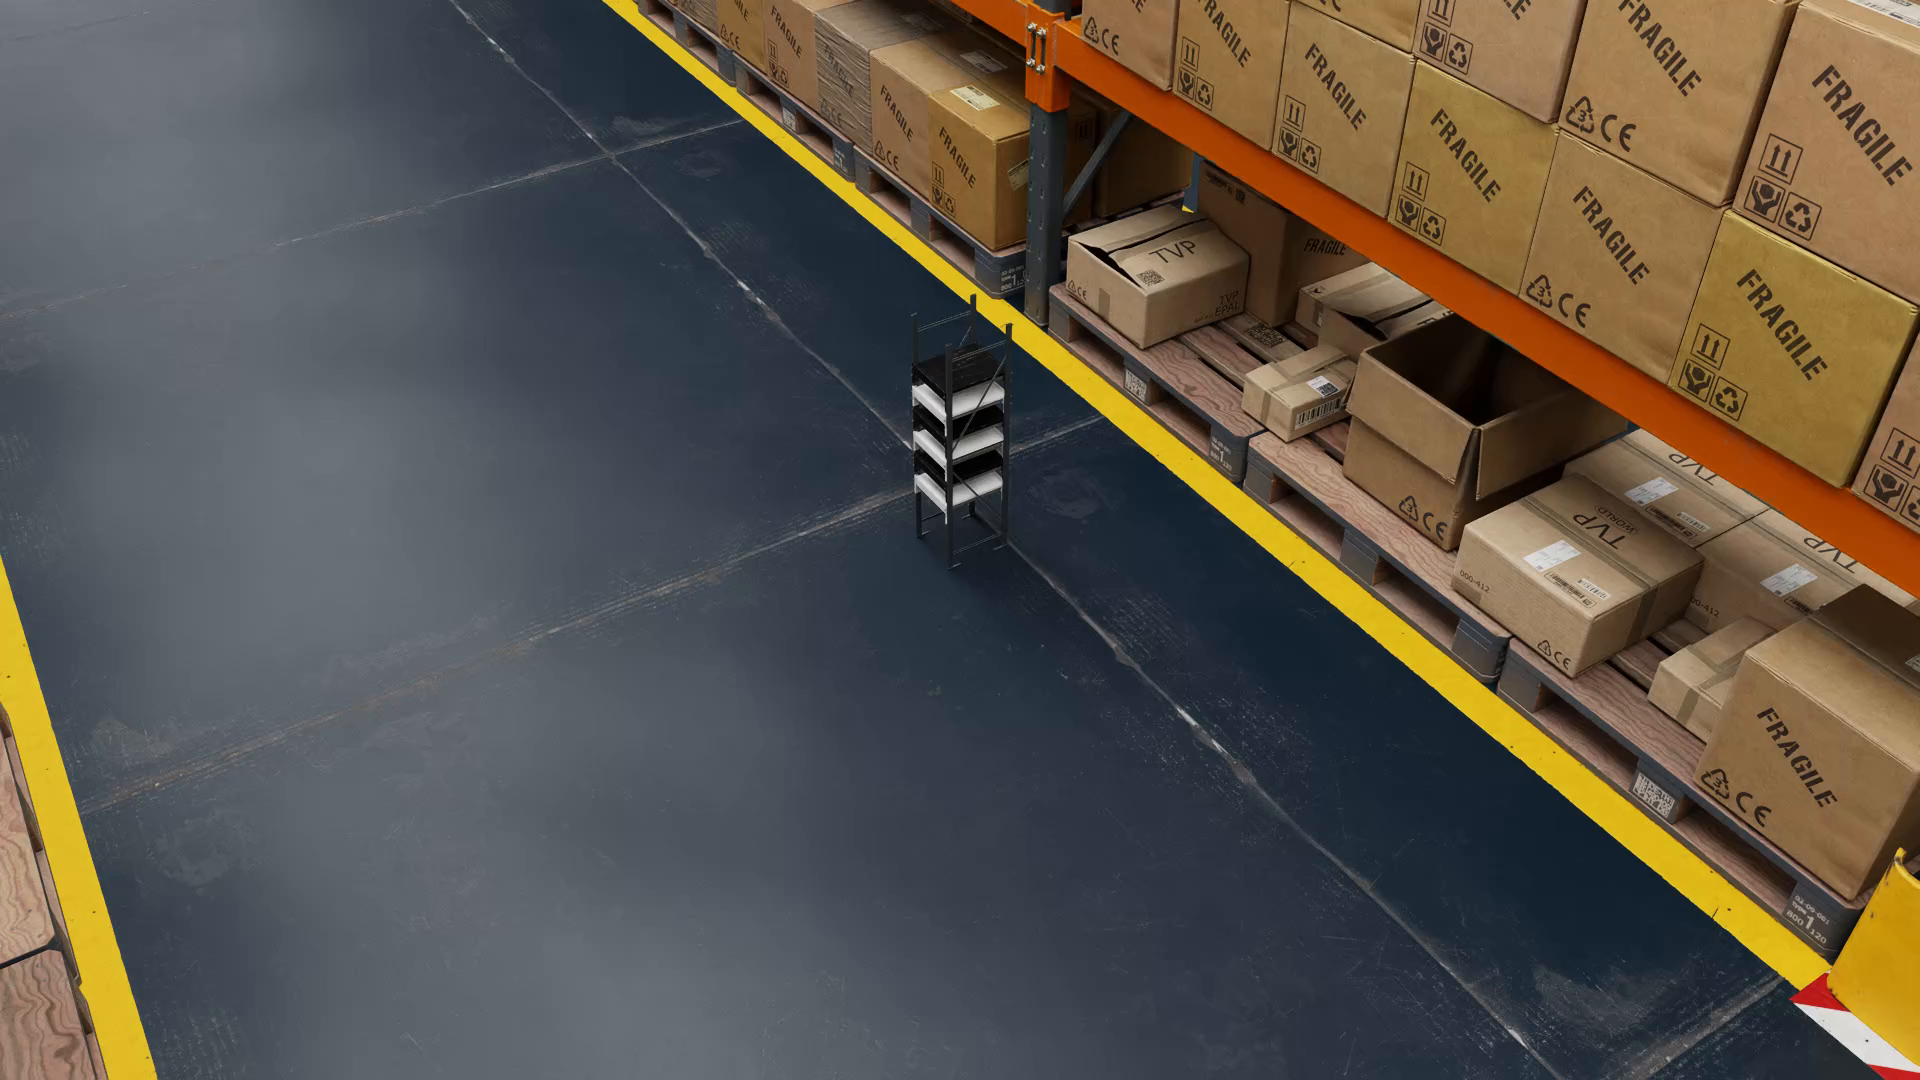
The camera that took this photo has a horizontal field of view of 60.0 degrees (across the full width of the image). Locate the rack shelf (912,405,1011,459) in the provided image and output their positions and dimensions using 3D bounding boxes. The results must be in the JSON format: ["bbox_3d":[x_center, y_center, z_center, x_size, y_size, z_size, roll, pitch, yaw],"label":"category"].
[{"bbox_3d":[0.004,-0.385,5.420,0.258,0.077,0.200,-22,45,-24],"label":"rack shelf"}]

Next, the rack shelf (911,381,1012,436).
[{"bbox_3d":[0.004,-0.454,5.363,0.258,0.077,0.200,-22,45,-24],"label":"rack shelf"}]

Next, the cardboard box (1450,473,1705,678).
[{"bbox_3d":[1.882,0.097,5.095,0.500,0.250,0.500,-22,45,-24],"label":"cardboard box"}]

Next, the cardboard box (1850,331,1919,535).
[{"bbox_3d":[2.398,-0.245,3.623,0.500,0.500,0.500,-21,44,-23],"label":"cardboard box"}]

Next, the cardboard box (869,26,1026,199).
[{"bbox_3d":[-0.049,-1.864,7.253,0.500,0.500,0.500,-22,45,-24],"label":"cardboard box"}]

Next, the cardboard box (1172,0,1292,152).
[{"bbox_3d":[1.039,-1.612,5.263,0.500,0.500,0.500,-21,44,-24],"label":"cardboard box"}]

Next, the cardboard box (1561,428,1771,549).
[{"bbox_3d":[2.277,-0.102,5.334,0.500,0.250,0.500,-22,45,-24],"label":"cardboard box"}]

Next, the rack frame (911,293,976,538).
[{"bbox_3d":[-0.050,-0.396,5.523,0.240,0.900,0.006,-22,45,-24],"label":"rack frame"}]

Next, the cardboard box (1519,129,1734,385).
[{"bbox_3d":[1.852,-0.795,4.283,0.500,0.500,0.500,-22,45,-24],"label":"cardboard box"}]

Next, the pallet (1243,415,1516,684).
[{"bbox_3d":[1.746,-0.116,5.725,1.003,0.211,1.213,-22,45,-24],"label":"pallet"}]

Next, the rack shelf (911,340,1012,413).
[{"bbox_3d":[0.004,-0.523,5.305,0.258,0.077,0.200,-22,45,-24],"label":"rack shelf"}]

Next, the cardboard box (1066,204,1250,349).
[{"bbox_3d":[0.760,-1.053,6.427,0.500,0.311,0.500,-22,45,-24],"label":"cardboard box"}]

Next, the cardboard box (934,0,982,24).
[{"bbox_3d":[0.125,-2.599,7.549,0.500,0.250,0.500,-22,45,-24],"label":"cardboard box"}]

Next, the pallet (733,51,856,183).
[{"bbox_3d":[-0.412,-2.232,8.263,1.003,0.211,1.213,-22,45,-24],"label":"pallet"}]

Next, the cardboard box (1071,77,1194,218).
[{"bbox_3d":[0.662,-1.772,7.142,0.500,0.500,0.500,-24,46,-26],"label":"cardboard box"}]

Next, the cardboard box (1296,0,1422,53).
[{"bbox_3d":[1.287,-1.733,4.628,0.500,0.500,0.500,-24,45,-26],"label":"cardboard box"}]

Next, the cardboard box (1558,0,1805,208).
[{"bbox_3d":[1.842,-1.178,3.961,0.500,0.500,0.500,-21,44,-23],"label":"cardboard box"}]

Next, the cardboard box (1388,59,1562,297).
[{"bbox_3d":[1.581,-1.067,4.610,0.500,0.500,0.500,-23,45,-25],"label":"cardboard box"}]

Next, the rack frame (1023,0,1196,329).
[{"bbox_3d":[0.717,-2.218,6.068,1.000,3.000,0.127,-22,45,-24],"label":"rack frame"}]

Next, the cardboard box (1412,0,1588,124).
[{"bbox_3d":[1.565,-1.455,4.294,0.500,0.500,0.500,-21,44,-23],"label":"cardboard box"}]

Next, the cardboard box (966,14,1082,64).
[{"bbox_3d":[0.366,-2.056,7.483,0.500,0.500,0.500,-22,44,-24],"label":"cardboard box"}]

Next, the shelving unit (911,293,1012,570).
[{"bbox_3d":[0.004,-0.341,5.457,0.258,0.900,0.210,-22,45,-24],"label":"shelving unit"}]

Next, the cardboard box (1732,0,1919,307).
[{"bbox_3d":[2.124,-0.899,3.627,0.500,0.500,0.500,-21,44,-23],"label":"cardboard box"}]

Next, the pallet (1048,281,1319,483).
[{"bbox_3d":[1.086,-0.775,6.516,1.003,0.211,1.213,-22,45,-24],"label":"pallet"}]

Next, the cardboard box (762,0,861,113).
[{"bbox_3d":[-0.593,-2.408,7.906,0.500,0.500,0.500,-24,45,-26],"label":"cardboard box"}]

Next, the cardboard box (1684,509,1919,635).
[{"bbox_3d":[2.546,0.167,5.010,0.500,0.250,0.500,-22,45,-24],"label":"cardboard box"}]

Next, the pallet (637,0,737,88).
[{"bbox_3d":[-1.064,-2.890,9.053,1.003,0.211,1.213,-22,45,-24],"label":"pallet"}]

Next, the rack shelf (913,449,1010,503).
[{"bbox_3d":[0.004,-0.247,5.536,0.258,0.077,0.200,-22,45,-24],"label":"rack shelf"}]

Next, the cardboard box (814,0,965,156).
[{"bbox_3d":[-0.318,-2.135,7.578,0.500,0.500,0.500,-22,44,-24],"label":"cardboard box"}]

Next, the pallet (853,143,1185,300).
[{"bbox_3d":[0.248,-1.573,7.472,1.003,0.211,1.213,-22,45,-24],"label":"pallet"}]

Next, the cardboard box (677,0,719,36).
[{"bbox_3d":[-1.144,-2.961,8.569,0.500,0.500,0.500,-24,45,-26],"label":"cardboard box"}]

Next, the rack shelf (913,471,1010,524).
[{"bbox_3d":[0.004,-0.177,5.593,0.258,0.077,0.200,-22,45,-24],"label":"rack shelf"}]

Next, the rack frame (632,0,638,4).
[{"bbox_3d":[-1.434,-4.377,8.659,1.000,3.000,0.127,-22,45,-24],"label":"rack frame"}]

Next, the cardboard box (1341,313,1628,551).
[{"bbox_3d":[1.732,-0.416,5.512,0.797,0.503,0.637,-22,45,-24],"label":"cardboard box"}]

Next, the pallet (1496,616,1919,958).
[{"bbox_3d":[2.398,0.542,4.935,1.003,0.211,1.213,-22,45,-24],"label":"pallet"}]

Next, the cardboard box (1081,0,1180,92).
[{"bbox_3d":[0.761,-1.887,5.594,0.500,0.500,0.500,-21,44,-23],"label":"cardboard box"}]

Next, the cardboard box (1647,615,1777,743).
[{"bbox_3d":[2.226,0.402,4.794,0.380,0.166,0.250,-22,45,-24],"label":"cardboard box"}]

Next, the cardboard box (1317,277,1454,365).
[{"bbox_3d":[1.666,-0.739,6.051,0.500,0.311,0.500,-22,45,-24],"label":"cardboard box"}]

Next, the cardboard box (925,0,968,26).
[{"bbox_3d":[0.104,-2.328,7.809,0.500,0.500,0.500,-22,44,-24],"label":"cardboard box"}]

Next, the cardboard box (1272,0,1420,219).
[{"bbox_3d":[1.306,-1.341,4.938,0.500,0.500,0.500,-22,45,-25],"label":"cardboard box"}]

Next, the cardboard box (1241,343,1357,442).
[{"bbox_3d":[1.234,-0.534,5.917,0.380,0.166,0.250,-22,45,-24],"label":"cardboard box"}]

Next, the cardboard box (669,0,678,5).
[{"bbox_3d":[-1.430,-3.241,8.906,0.500,0.500,0.500,-20,44,-23],"label":"cardboard box"}]

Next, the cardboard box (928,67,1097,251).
[{"bbox_3d":[0.210,-1.594,6.929,0.500,0.500,0.500,-22,45,-25],"label":"cardboard box"}]

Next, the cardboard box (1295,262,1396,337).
[{"bbox_3d":[1.515,-0.900,6.370,0.380,0.149,0.250,-22,45,-24],"label":"cardboard box"}]

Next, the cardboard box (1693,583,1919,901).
[{"bbox_3d":[2.368,0.524,4.387,0.500,0.500,0.500,-22,45,-24],"label":"cardboard box"}]

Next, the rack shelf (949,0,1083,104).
[{"bbox_3d":[-0.358,-3.021,7.594,1.077,0.370,4.000,-22,45,-24],"label":"rack shelf"}]

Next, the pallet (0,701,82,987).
[{"bbox_3d":[-3.033,0.940,4.457,1.003,0.211,1.213,-22,45,-24],"label":"pallet"}]

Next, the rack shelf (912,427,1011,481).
[{"bbox_3d":[0.004,-0.316,5.478,0.258,0.077,0.200,-22,45,-24],"label":"rack shelf"}]

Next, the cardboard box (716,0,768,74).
[{"bbox_3d":[-0.878,-2.688,8.242,0.500,0.500,0.500,-23,45,-25],"label":"cardboard box"}]

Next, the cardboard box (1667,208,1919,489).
[{"bbox_3d":[2.116,-0.524,3.958,0.500,0.500,0.500,-22,45,-24],"label":"cardboard box"}]

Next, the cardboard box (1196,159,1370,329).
[{"bbox_3d":[1.263,-1.217,6.476,0.500,0.500,0.500,-22,45,-24],"label":"cardboard box"}]

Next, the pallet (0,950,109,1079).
[{"bbox_3d":[-2.373,1.599,3.666,1.003,0.211,1.213,-22,45,-24],"label":"pallet"}]

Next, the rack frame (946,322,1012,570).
[{"bbox_3d":[0.059,-0.286,5.391,0.240,0.900,0.006,-22,45,-24],"label":"rack frame"}]

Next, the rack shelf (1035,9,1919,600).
[{"bbox_3d":[1.792,-0.862,5.003,1.077,0.370,4.000,-22,45,-24],"label":"rack shelf"}]

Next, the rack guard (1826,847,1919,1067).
[{"bbox_3d":[2.827,0.860,4.327,1.175,0.500,0.348,-22,45,-24],"label":"rack guard"}]
